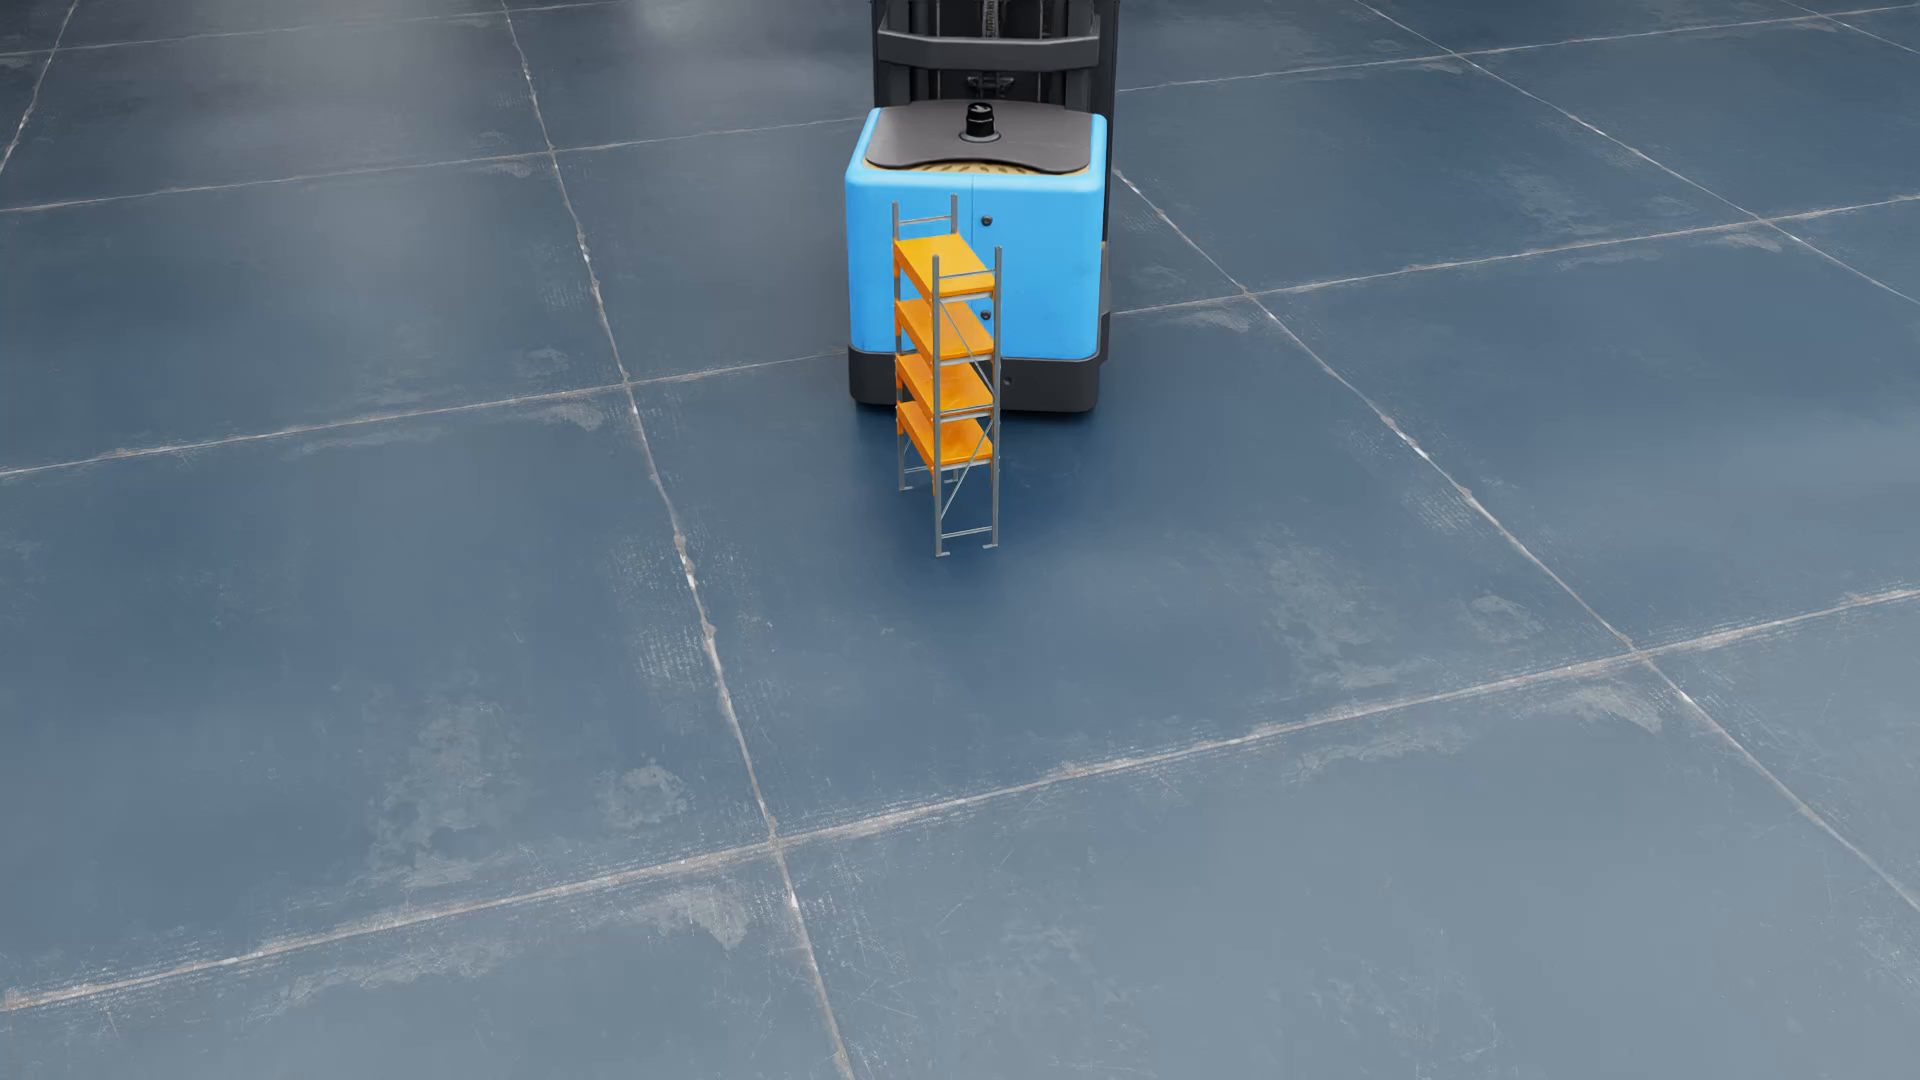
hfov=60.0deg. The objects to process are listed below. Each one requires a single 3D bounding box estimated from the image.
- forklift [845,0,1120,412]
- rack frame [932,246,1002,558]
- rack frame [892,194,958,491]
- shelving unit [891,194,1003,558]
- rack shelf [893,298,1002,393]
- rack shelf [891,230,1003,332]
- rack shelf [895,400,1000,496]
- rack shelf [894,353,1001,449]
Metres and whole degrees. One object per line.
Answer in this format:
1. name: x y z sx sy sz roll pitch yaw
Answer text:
1. forklift: 0.176 -2.545 7.444 1.130 2.935 3.031 3 34 4
2. rack frame: 0.024 -0.459 5.857 0.240 1.200 0.015 -10 35 -15
3. rack frame: -0.125 -0.716 6.245 0.240 1.200 0.015 -10 35 -15
4. shelving unit: -0.050 -0.587 6.051 0.258 1.200 0.503 -10 35 -15
5. rack shelf: -0.050 -0.718 5.965 0.258 0.148 0.480 -10 35 -15
6. rack shelf: -0.050 -0.915 5.834 0.258 0.148 0.480 -10 35 -15
7. rack shelf: -0.050 -0.366 6.197 0.258 0.148 0.480 -10 35 -15
8. rack shelf: -0.050 -0.531 6.088 0.258 0.148 0.480 -10 35 -15
